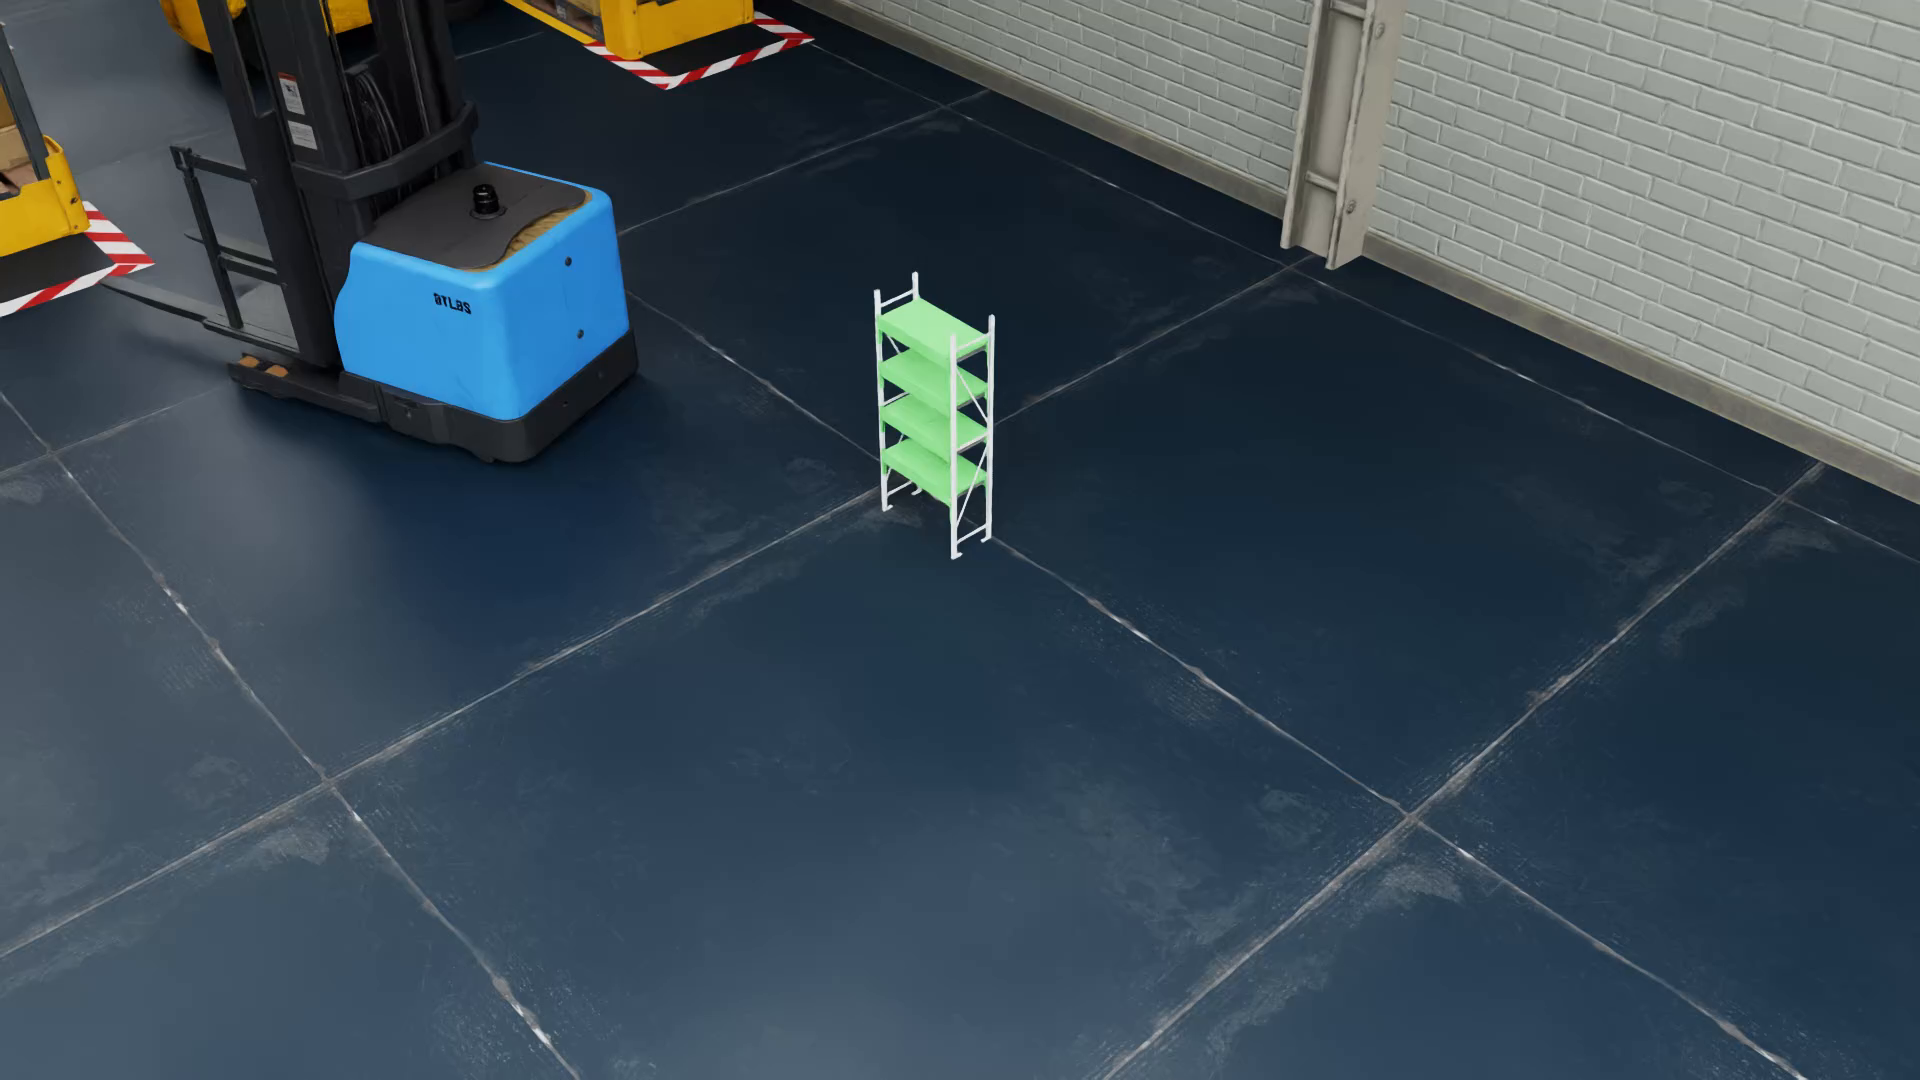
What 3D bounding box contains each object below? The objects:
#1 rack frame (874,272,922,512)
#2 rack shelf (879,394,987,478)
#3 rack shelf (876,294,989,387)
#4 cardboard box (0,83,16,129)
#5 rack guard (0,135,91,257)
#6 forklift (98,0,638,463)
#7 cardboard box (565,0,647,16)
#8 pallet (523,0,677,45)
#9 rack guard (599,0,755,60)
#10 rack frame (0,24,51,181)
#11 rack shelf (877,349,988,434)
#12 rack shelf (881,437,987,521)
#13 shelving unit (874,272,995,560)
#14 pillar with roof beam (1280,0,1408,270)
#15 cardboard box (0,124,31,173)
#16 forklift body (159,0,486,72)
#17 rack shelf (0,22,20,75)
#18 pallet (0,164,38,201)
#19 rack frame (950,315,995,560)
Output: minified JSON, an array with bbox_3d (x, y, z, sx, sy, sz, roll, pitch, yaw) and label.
[{"bbox_3d":[-0.277,-0.656,7.608,0.240,1.200,0.015,-30,48,-32],"label":"rack frame"},{"bbox_3d":[-0.112,-0.494,7.508,0.258,0.148,0.480,-30,48,-32],"label":"rack shelf"},{"bbox_3d":[-0.112,-0.867,7.206,0.258,0.148,0.480,-30,48,-32],"label":"rack shelf"},{"bbox_3d":[-6.111,-2.743,10.017,0.500,0.500,0.500,-32,49,-33],"label":"cardboard box"},{"bbox_3d":[-5.804,-1.919,9.728,1.175,0.500,0.348,-30,48,-32],"label":"rack guard"},{"bbox_3d":[-3.249,-2.158,8.089,3.031,2.935,1.130,17,42,20],"label":"forklift"},{"bbox_3d":[-2.650,-4.144,12.348,0.500,0.250,0.500,-30,47,-31],"label":"cardboard box"},{"bbox_3d":[-2.647,-4.219,12.805,1.003,0.211,1.213,-30,48,-32],"label":"pallet"},{"bbox_3d":[-2.083,-3.984,12.285,1.175,0.500,0.348,-30,48,-32],"label":"rack guard"},{"bbox_3d":[-5.753,-2.856,8.899,1.000,3.000,0.127,-30,48,-32],"label":"rack frame"},{"bbox_3d":[-0.112,-0.680,7.357,0.258,0.148,0.480,-30,48,-32],"label":"rack shelf"},{"bbox_3d":[-0.112,-0.307,7.659,0.258,0.148,0.480,-30,48,-32],"label":"rack shelf"},{"bbox_3d":[-0.112,-0.543,7.468,0.258,1.200,0.503,-30,48,-32],"label":"shelving unit"},{"bbox_3d":[-1.019,-3.400,4.798,9.100,9.000,0.400,-30,48,-32],"label":"pillar with roof beam"},{"bbox_3d":[-6.095,-2.441,10.239,0.500,0.250,0.500,-30,48,-32],"label":"cardboard box"},{"bbox_3d":[-4.726,-4.739,11.906,2.313,2.155,1.214,-30,48,-32],"label":"forklift body"},{"bbox_3d":[-7.106,-3.502,10.271,1.077,0.370,4.000,-30,48,-32],"label":"rack shelf"},{"bbox_3d":[-6.328,-2.198,10.303,1.003,0.211,1.213,-30,48,-32],"label":"pallet"},{"bbox_3d":[0.053,-0.430,7.328,0.240,1.200,0.015,-30,48,-32],"label":"rack frame"}]
